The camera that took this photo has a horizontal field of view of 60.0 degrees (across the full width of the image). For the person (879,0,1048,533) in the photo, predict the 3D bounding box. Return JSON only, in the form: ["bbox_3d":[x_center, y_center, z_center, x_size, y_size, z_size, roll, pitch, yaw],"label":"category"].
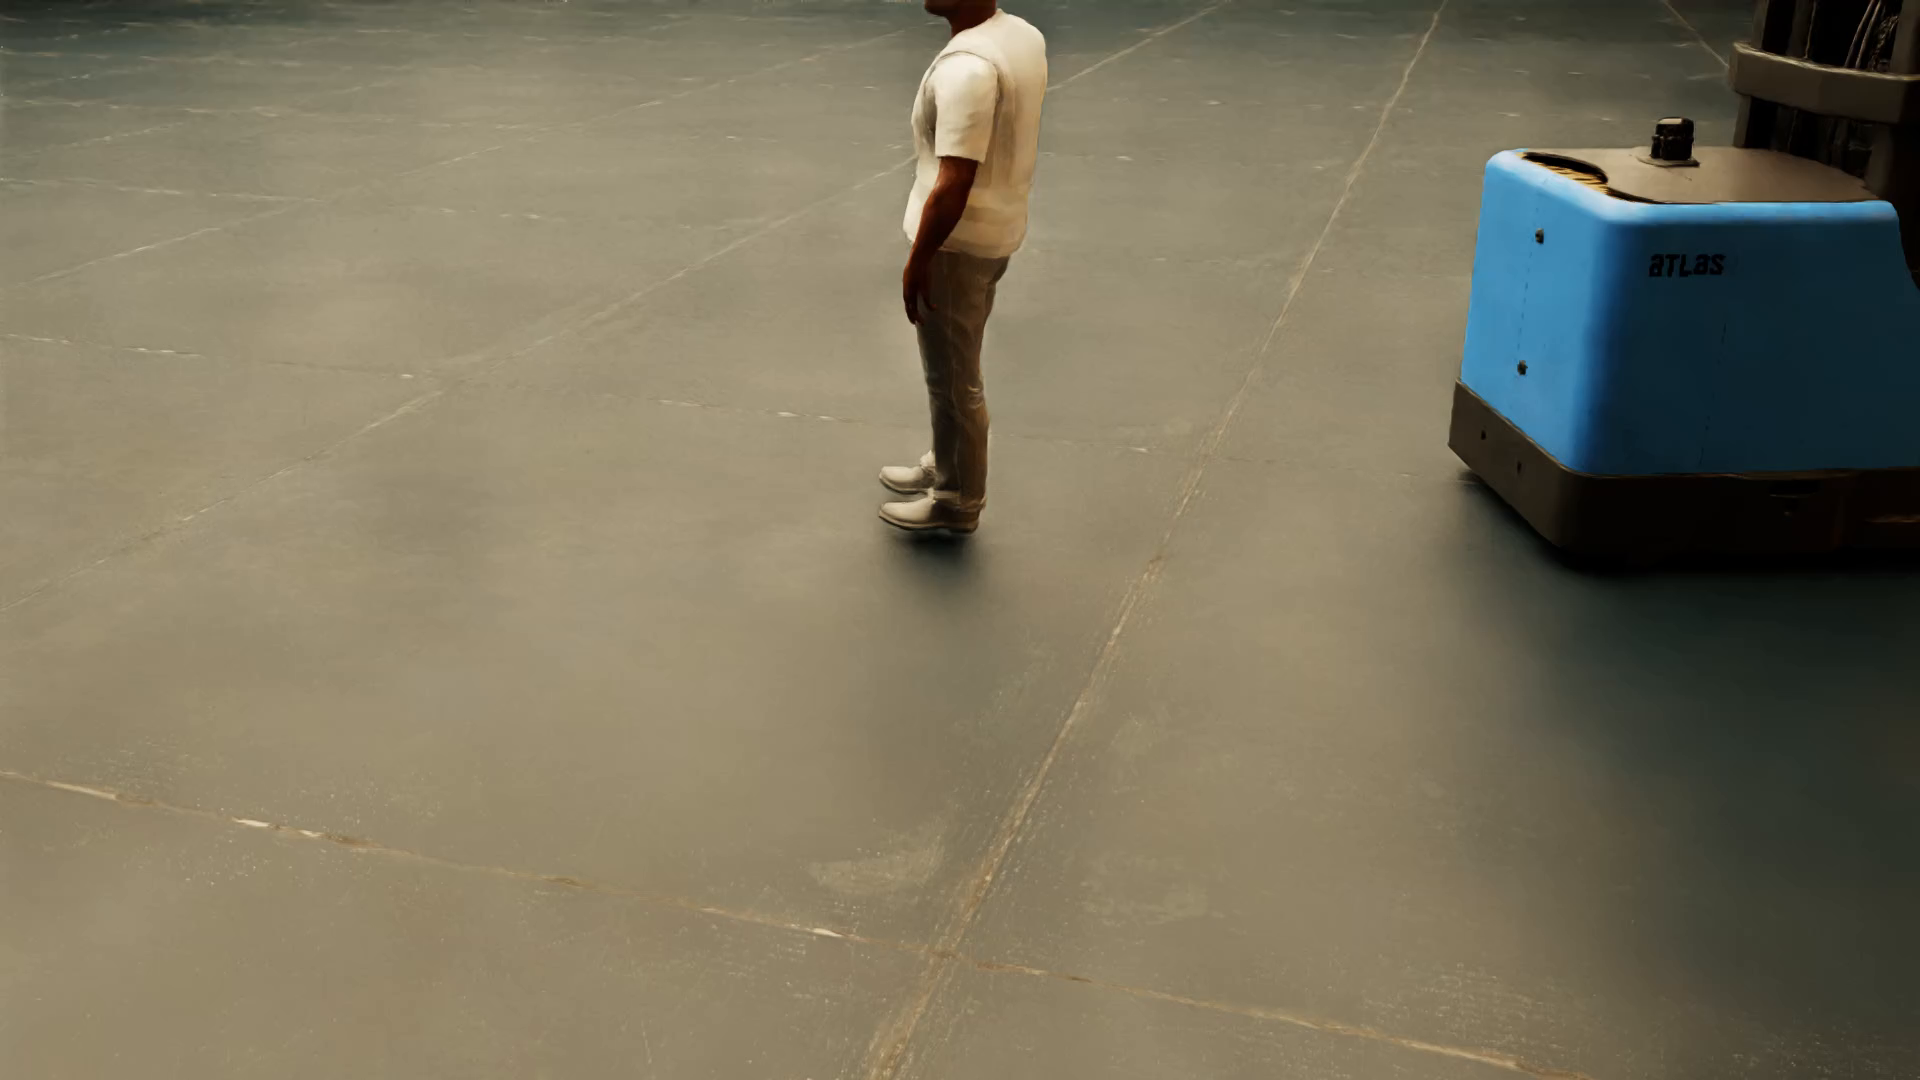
[{"bbox_3d":[-0.065,-0.870,4.789,0.576,1.766,0.665,7,23,16],"label":"person"}]

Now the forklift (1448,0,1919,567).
[{"bbox_3d":[3.219,-1.488,4.883,3.031,2.935,1.130,-2,22,-4],"label":"forklift"}]
